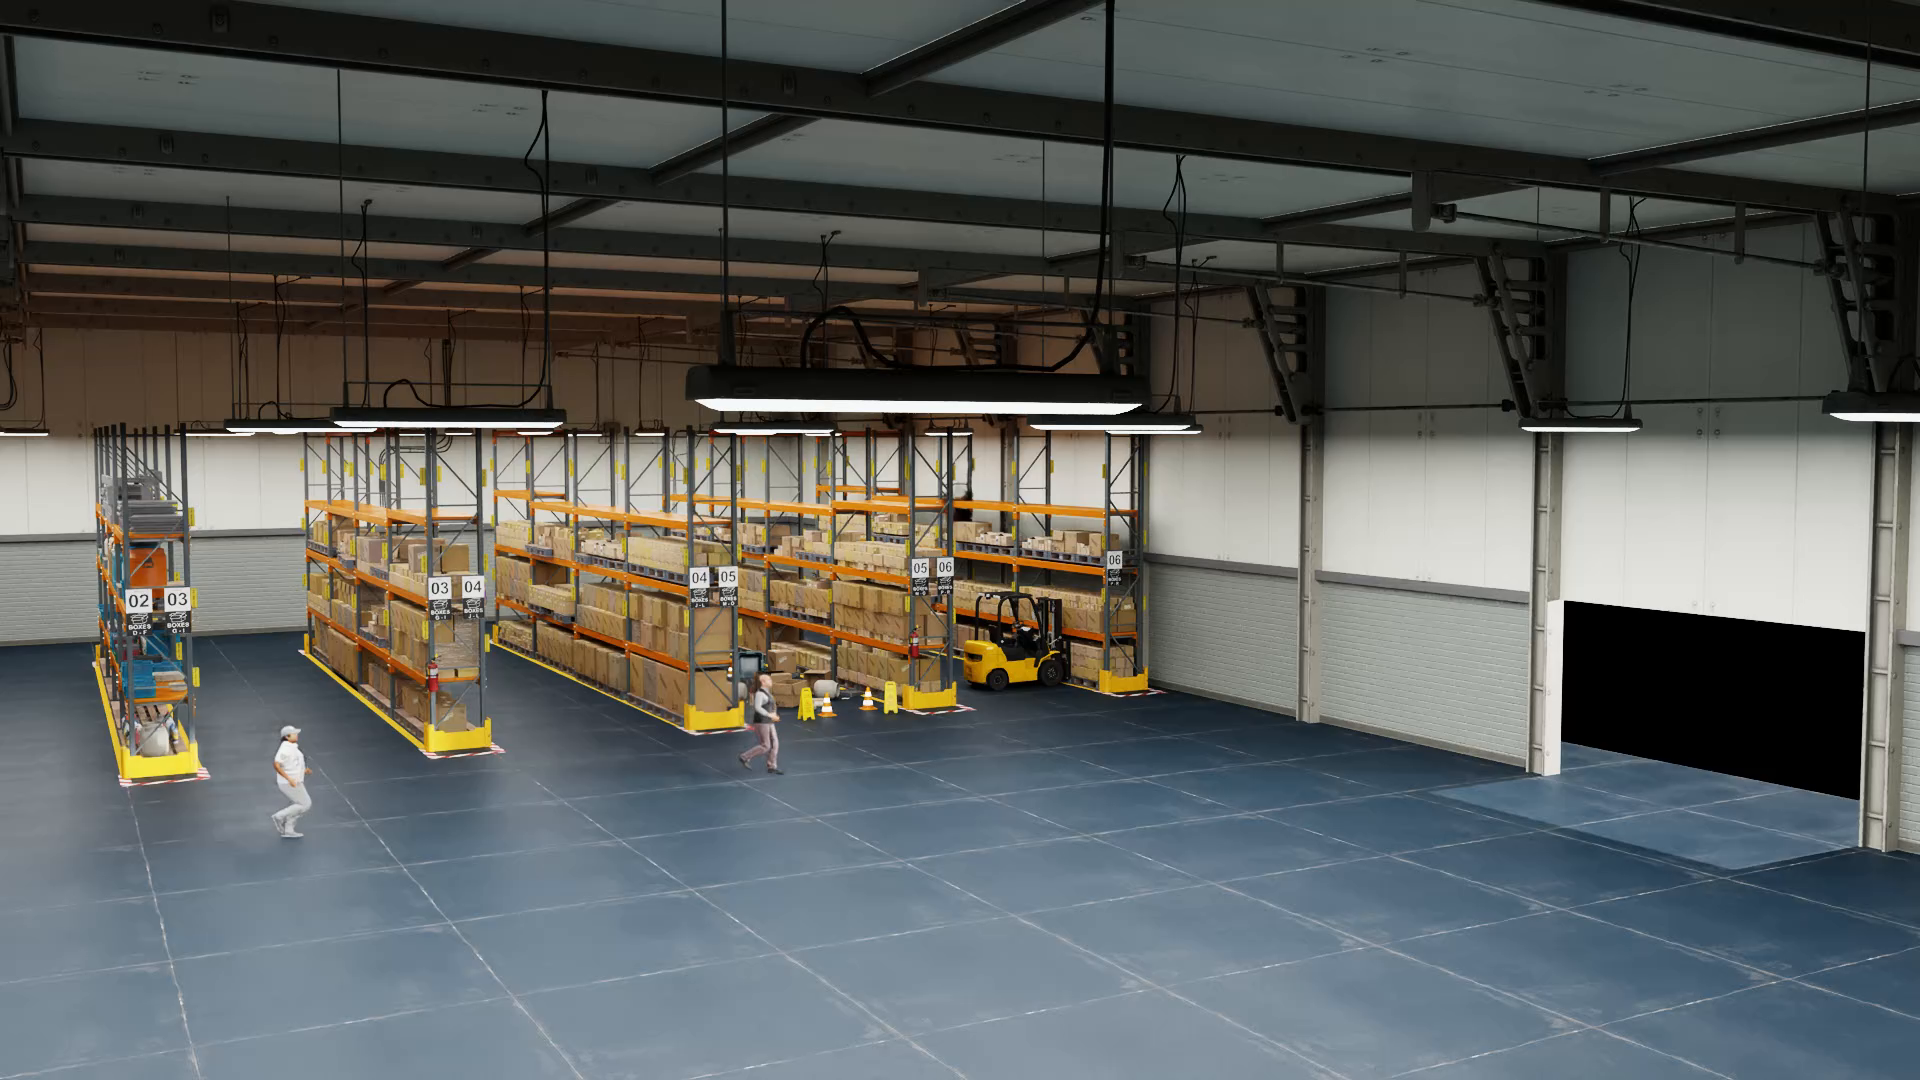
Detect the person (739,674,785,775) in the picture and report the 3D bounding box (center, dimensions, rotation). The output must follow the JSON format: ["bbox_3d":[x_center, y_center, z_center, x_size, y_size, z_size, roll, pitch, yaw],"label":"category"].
[{"bbox_3d":[-3.384,3.152,28.448,0.771,1.722,0.685,0,3,7],"label":"person"}]

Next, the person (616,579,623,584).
[{"bbox_3d":[-10.194,1.924,49.890,0.684,1.555,0.574,-1,4,-21],"label":"person"}]

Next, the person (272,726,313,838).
[{"bbox_3d":[-9.583,3.471,23.862,0.547,1.624,0.607,-1,4,-16],"label":"person"}]
